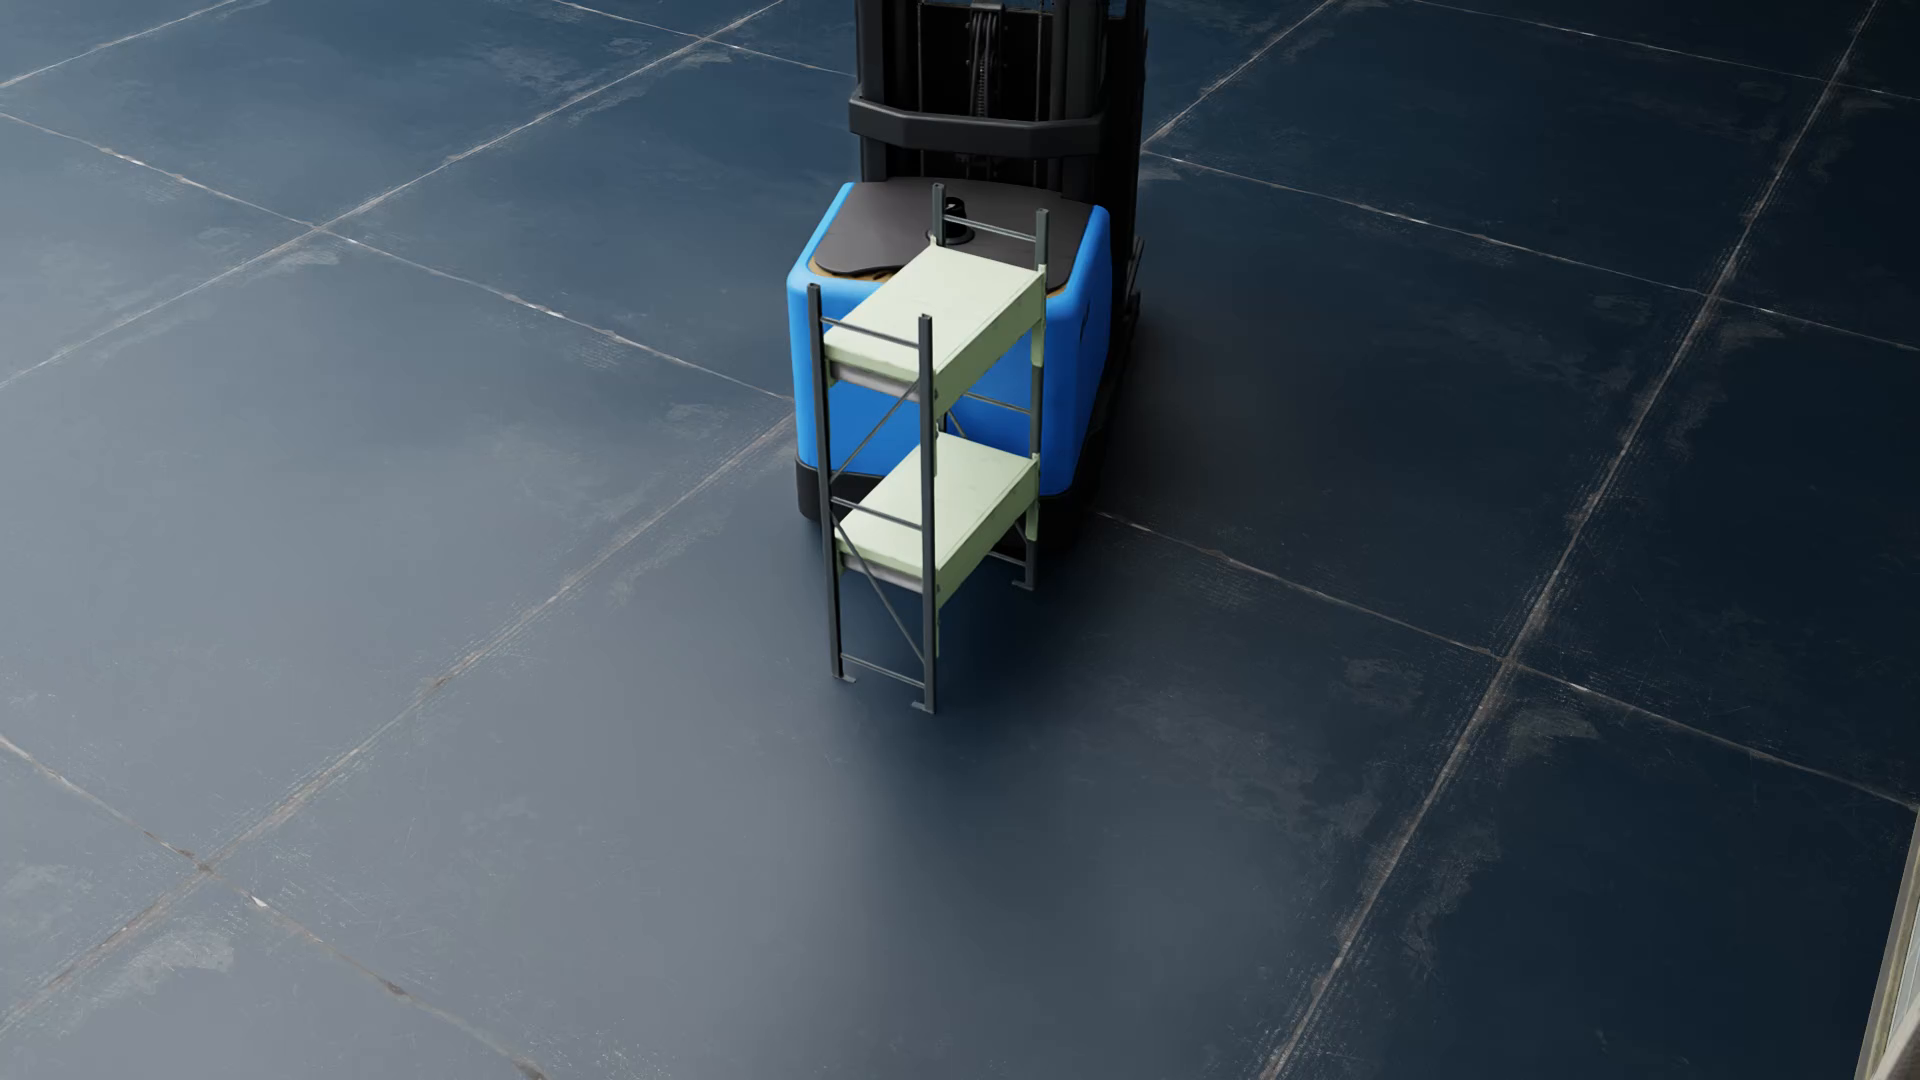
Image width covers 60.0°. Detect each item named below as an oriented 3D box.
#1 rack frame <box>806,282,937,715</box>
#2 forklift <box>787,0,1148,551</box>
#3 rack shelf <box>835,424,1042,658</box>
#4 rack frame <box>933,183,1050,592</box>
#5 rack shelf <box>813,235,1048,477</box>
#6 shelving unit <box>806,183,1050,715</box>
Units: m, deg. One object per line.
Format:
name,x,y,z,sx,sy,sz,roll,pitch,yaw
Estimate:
rack frame,-0.257,-0.078,5.123,0.400,1.500,0.023,18,41,22
forklift,0.196,-2.022,6.472,1.130,2.935,3.031,7,38,9
rack shelf,-0.081,-0.016,5.577,0.431,0.370,0.720,18,41,22
rack frame,0.095,-0.470,5.632,0.400,1.500,0.023,18,41,22
rack shelf,-0.081,-0.584,5.139,0.431,0.370,0.720,18,41,22
shelving unit,-0.081,-0.274,5.378,0.431,1.500,0.755,18,41,22
